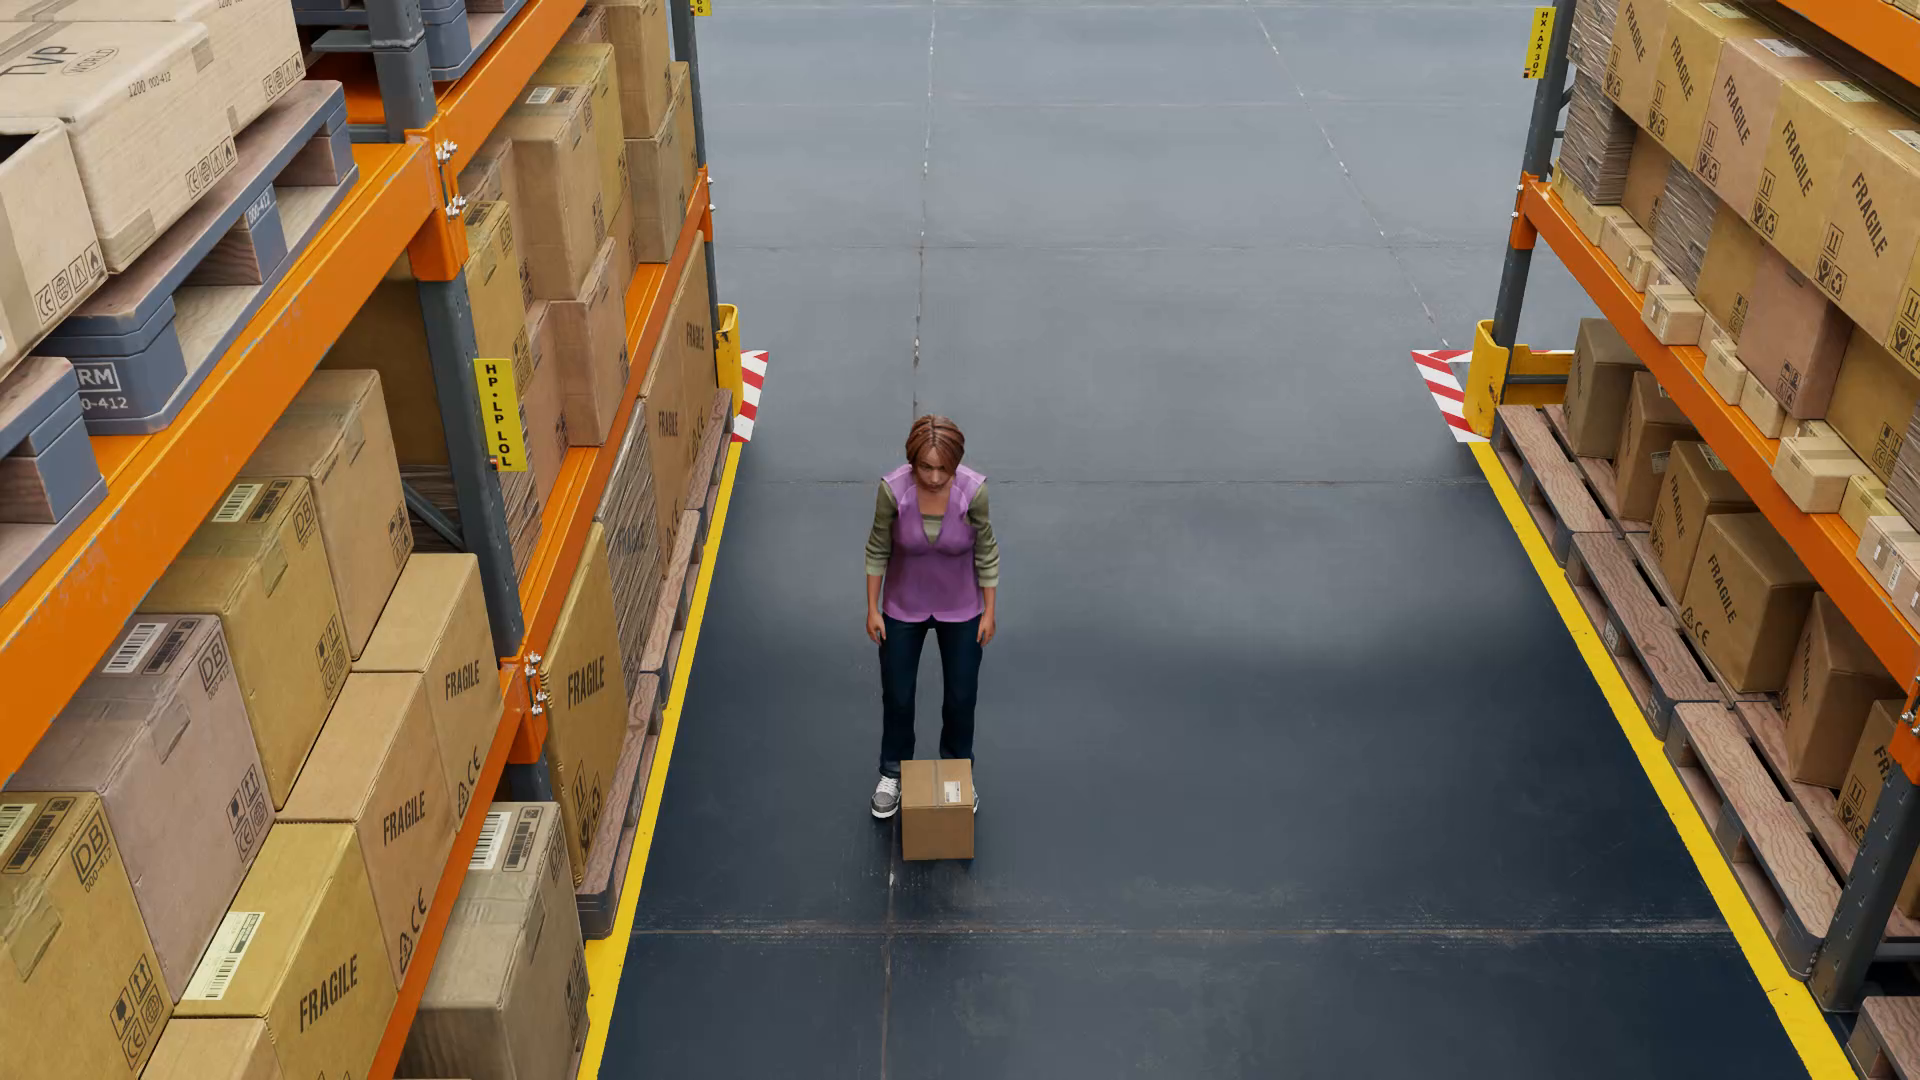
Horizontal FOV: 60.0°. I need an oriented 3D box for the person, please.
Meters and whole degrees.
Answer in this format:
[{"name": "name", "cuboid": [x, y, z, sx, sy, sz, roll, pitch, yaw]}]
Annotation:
[{"name": "person", "cuboid": [-0.095, 0.258, 5.734, 0.459, 1.591, 0.348, 0, 32, 0]}]
